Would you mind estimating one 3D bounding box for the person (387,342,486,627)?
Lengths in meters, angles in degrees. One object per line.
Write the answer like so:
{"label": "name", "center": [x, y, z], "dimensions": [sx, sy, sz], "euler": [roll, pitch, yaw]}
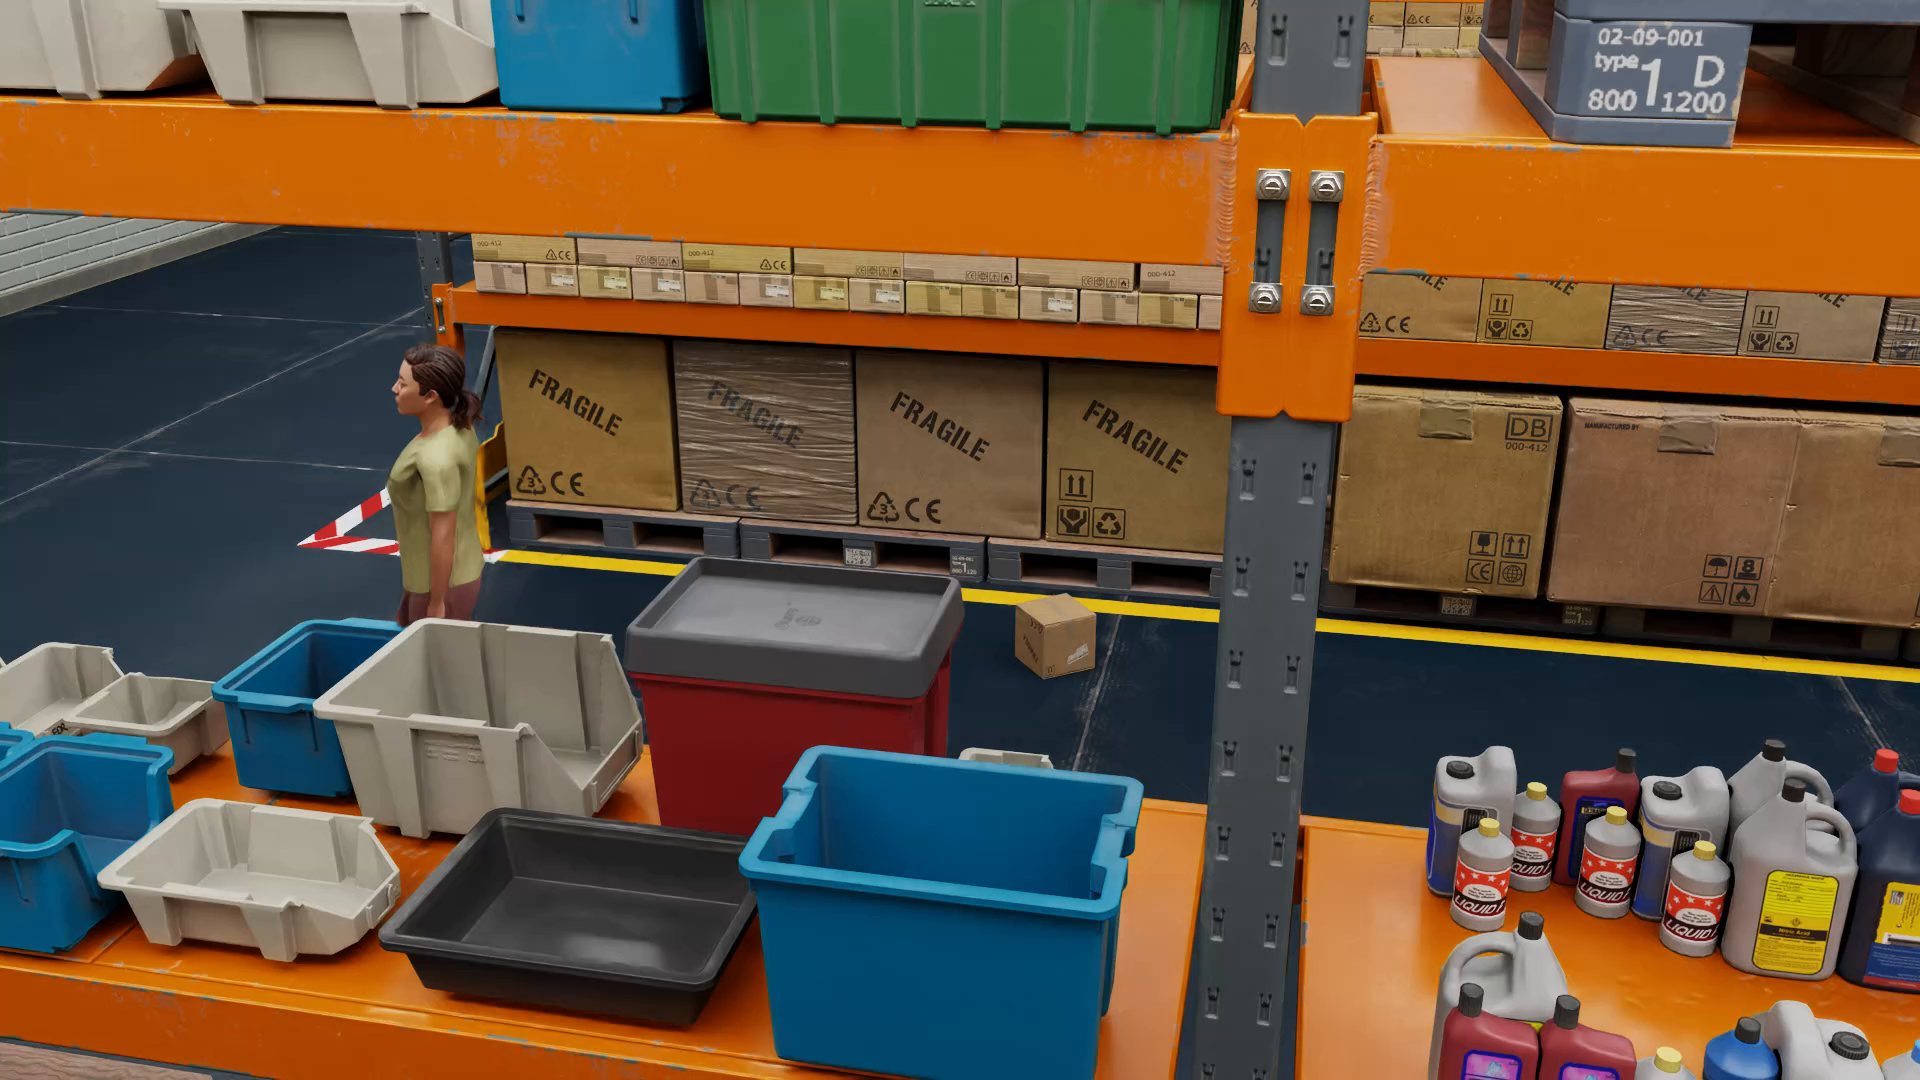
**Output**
{"label": "person", "center": [-1.752, 0.142, 5.662], "dimensions": [0.487, 1.668, 0.468], "euler": [-3, 22, -7]}
